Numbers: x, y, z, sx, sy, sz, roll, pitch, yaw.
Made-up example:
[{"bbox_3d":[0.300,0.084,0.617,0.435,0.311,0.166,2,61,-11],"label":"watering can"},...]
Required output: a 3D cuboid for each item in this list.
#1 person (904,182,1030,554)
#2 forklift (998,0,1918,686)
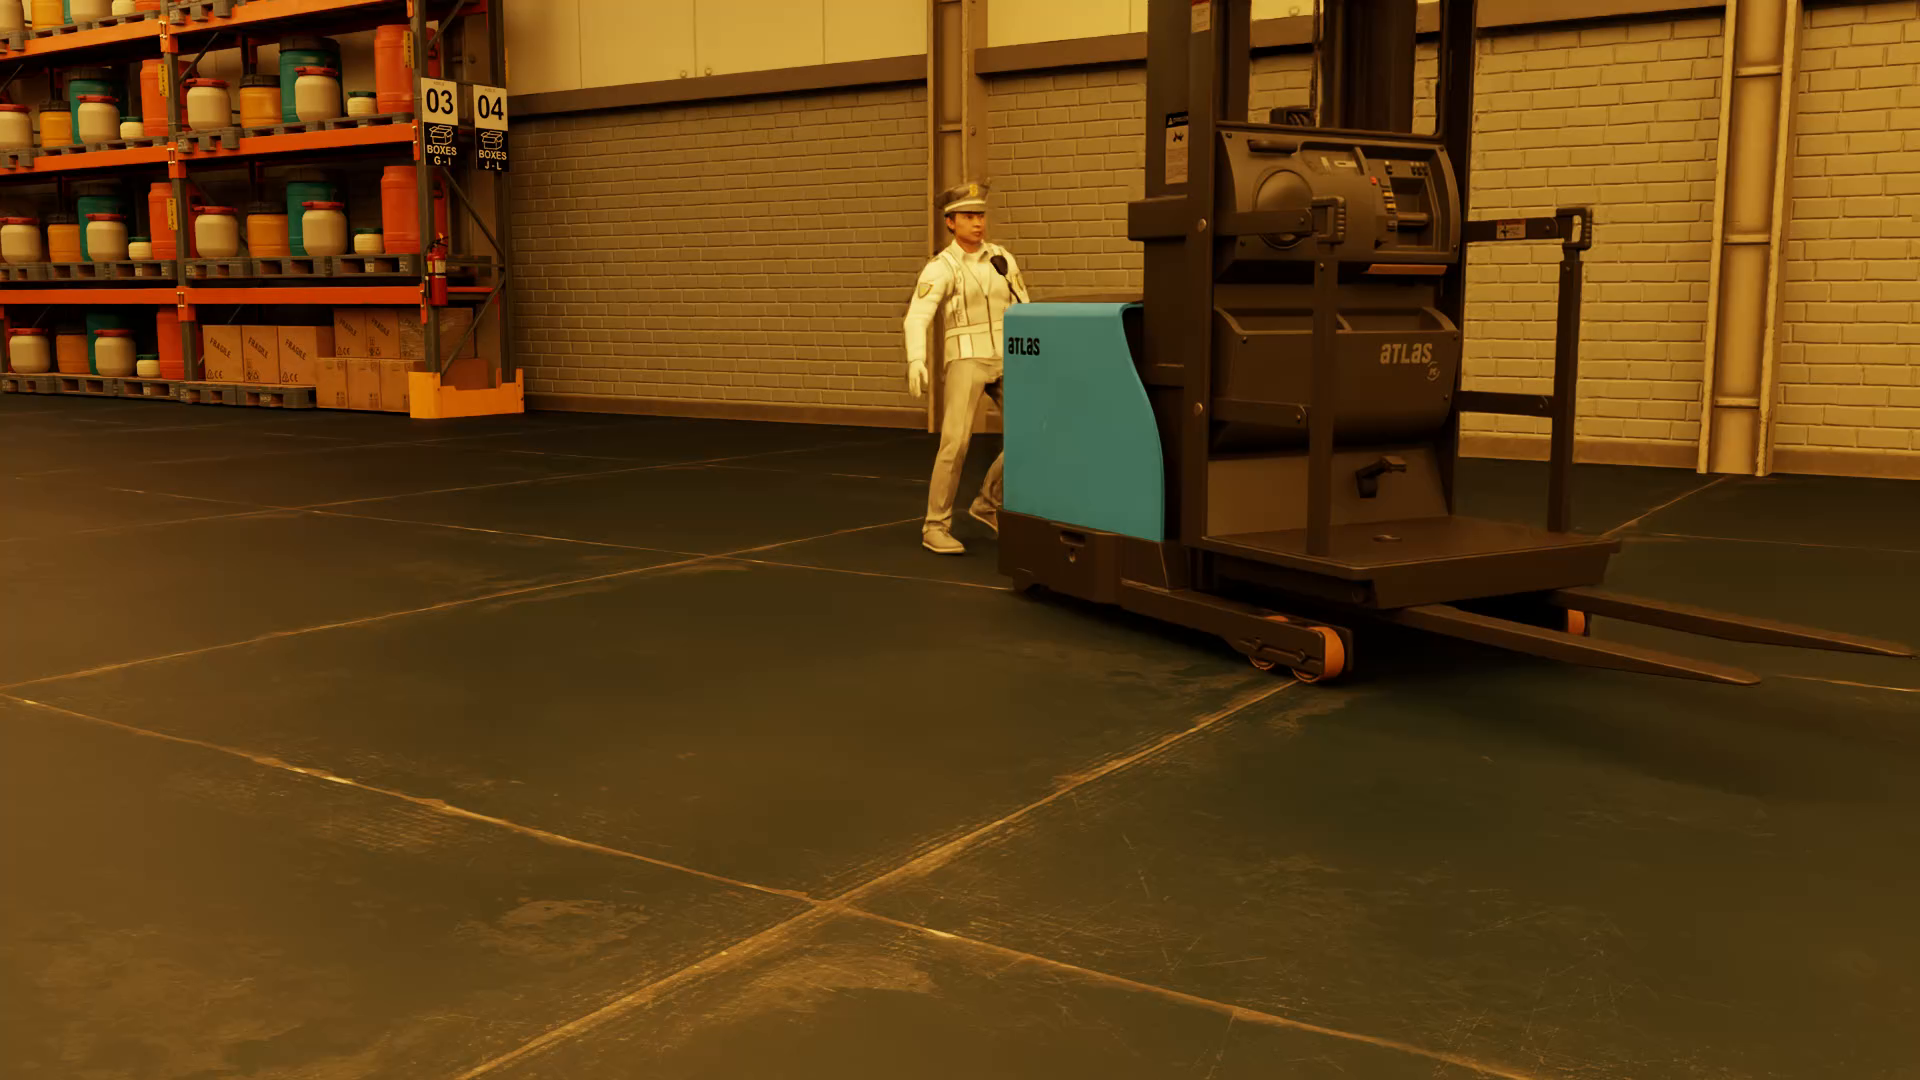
[{"bbox_3d":[0.073,-0.766,7.308,0.714,1.591,0.549,-3,9,-22],"label":"person"},{"bbox_3d":[1.311,-1.116,5.038,1.130,2.935,3.031,-5,9,-29],"label":"forklift"}]
